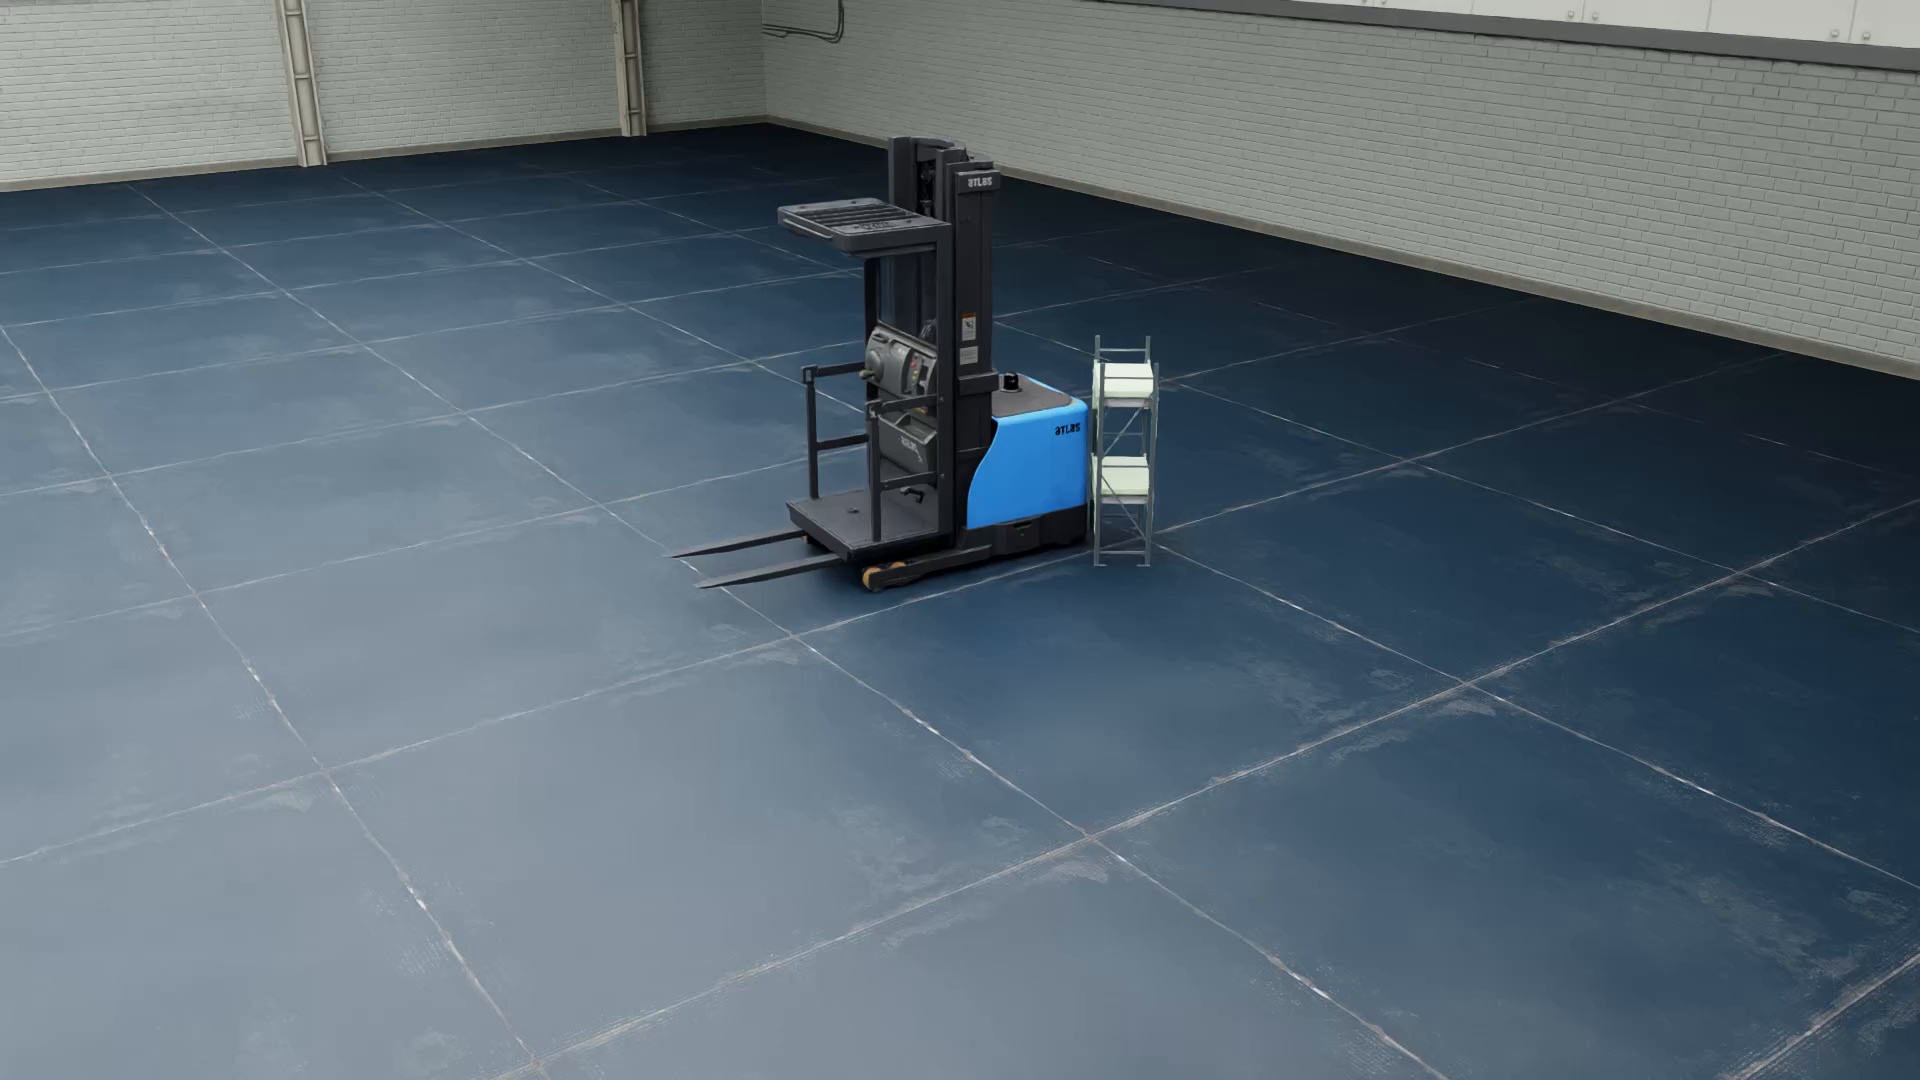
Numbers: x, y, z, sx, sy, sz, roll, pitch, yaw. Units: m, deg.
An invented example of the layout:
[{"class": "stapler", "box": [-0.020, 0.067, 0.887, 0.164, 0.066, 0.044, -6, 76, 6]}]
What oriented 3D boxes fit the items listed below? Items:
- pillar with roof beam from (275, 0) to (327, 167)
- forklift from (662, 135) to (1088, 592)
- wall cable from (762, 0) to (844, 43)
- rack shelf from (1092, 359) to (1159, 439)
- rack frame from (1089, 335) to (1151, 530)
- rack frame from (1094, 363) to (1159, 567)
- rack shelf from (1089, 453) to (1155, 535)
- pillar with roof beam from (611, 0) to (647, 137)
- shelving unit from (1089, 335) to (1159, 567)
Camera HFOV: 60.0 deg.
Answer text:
[{"class": "pillar with roof beam", "box": [-8.585, -9.320, 23.611, 0.400, 9.000, 9.100, -15, 26, -33]}, {"class": "forklift", "box": [-0.593, -1.227, 11.517, 3.031, 2.935, 1.130, -12, 25, -28]}, {"class": "wall cable", "box": [-3.065, -10.712, 31.288, 0.112, 2.526, 3.097, -15, 26, -33]}, {"class": "rack shelf", "box": [1.171, -1.009, 11.848, 0.431, 0.370, 0.720, 1, 22, 2]}, {"class": "rack frame", "box": [1.181, -0.782, 12.333, 0.400, 1.500, 0.023, 1, 22, 2]}, {"class": "rack frame", "box": [1.161, -0.511, 11.653, 0.400, 1.500, 0.023, 1, 22, 2]}, {"class": "rack shelf", "box": [1.171, -0.344, 12.114, 0.431, 0.370, 0.720, 1, 22, 2]}, {"class": "pillar with roof beam", "box": [-3.714, -10.619, 26.866, 0.400, 9.000, 9.100, -15, 26, -33]}, {"class": "shelving unit", "box": [1.171, -0.647, 11.993, 0.431, 1.500, 0.755, 1, 22, 2]}]
